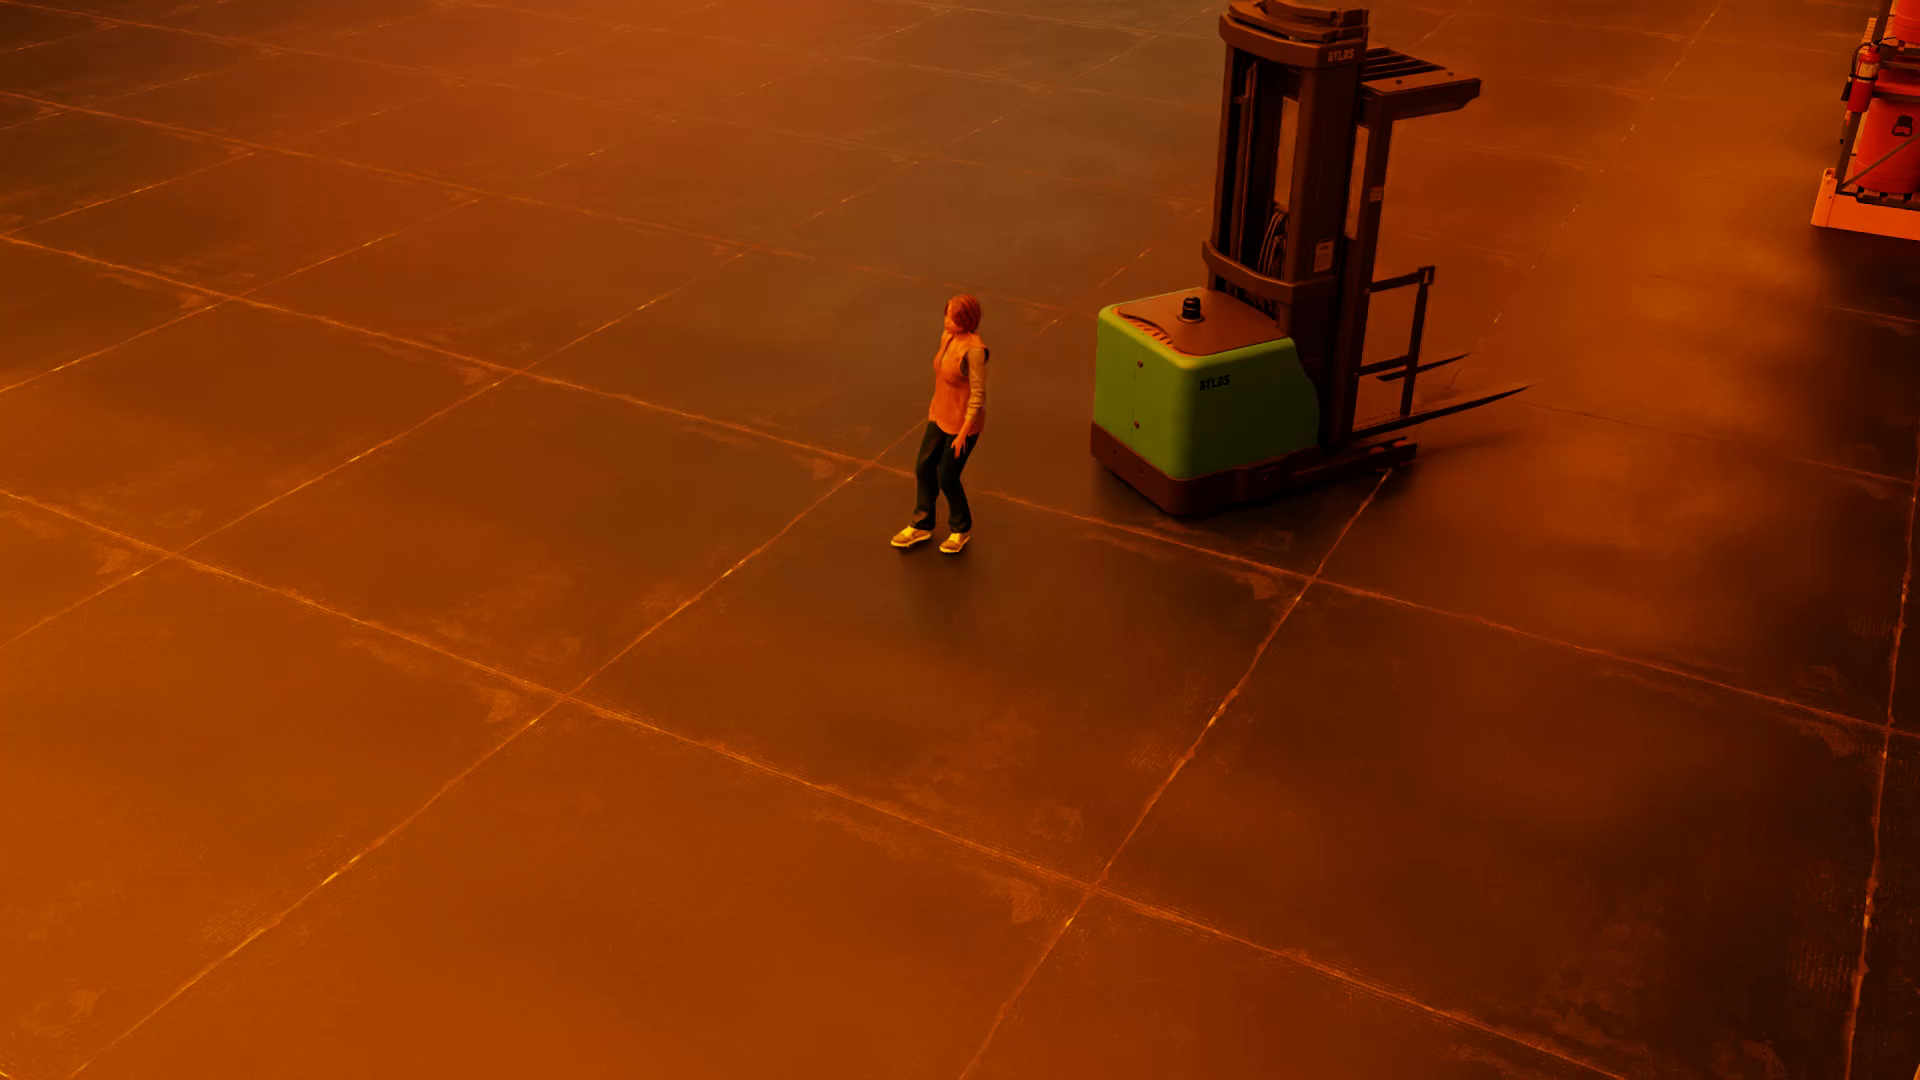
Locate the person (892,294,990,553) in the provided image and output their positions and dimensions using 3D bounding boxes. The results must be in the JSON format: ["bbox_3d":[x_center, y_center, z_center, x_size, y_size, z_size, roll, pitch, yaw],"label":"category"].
[{"bbox_3d":[-0.123,-0.647,9.549,0.534,1.590,0.516,-13,32,-21],"label":"person"}]

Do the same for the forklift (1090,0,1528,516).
[{"bbox_3d":[2.394,-1.925,10.406,3.031,2.935,1.130,-15,33,-24],"label":"forklift"}]
